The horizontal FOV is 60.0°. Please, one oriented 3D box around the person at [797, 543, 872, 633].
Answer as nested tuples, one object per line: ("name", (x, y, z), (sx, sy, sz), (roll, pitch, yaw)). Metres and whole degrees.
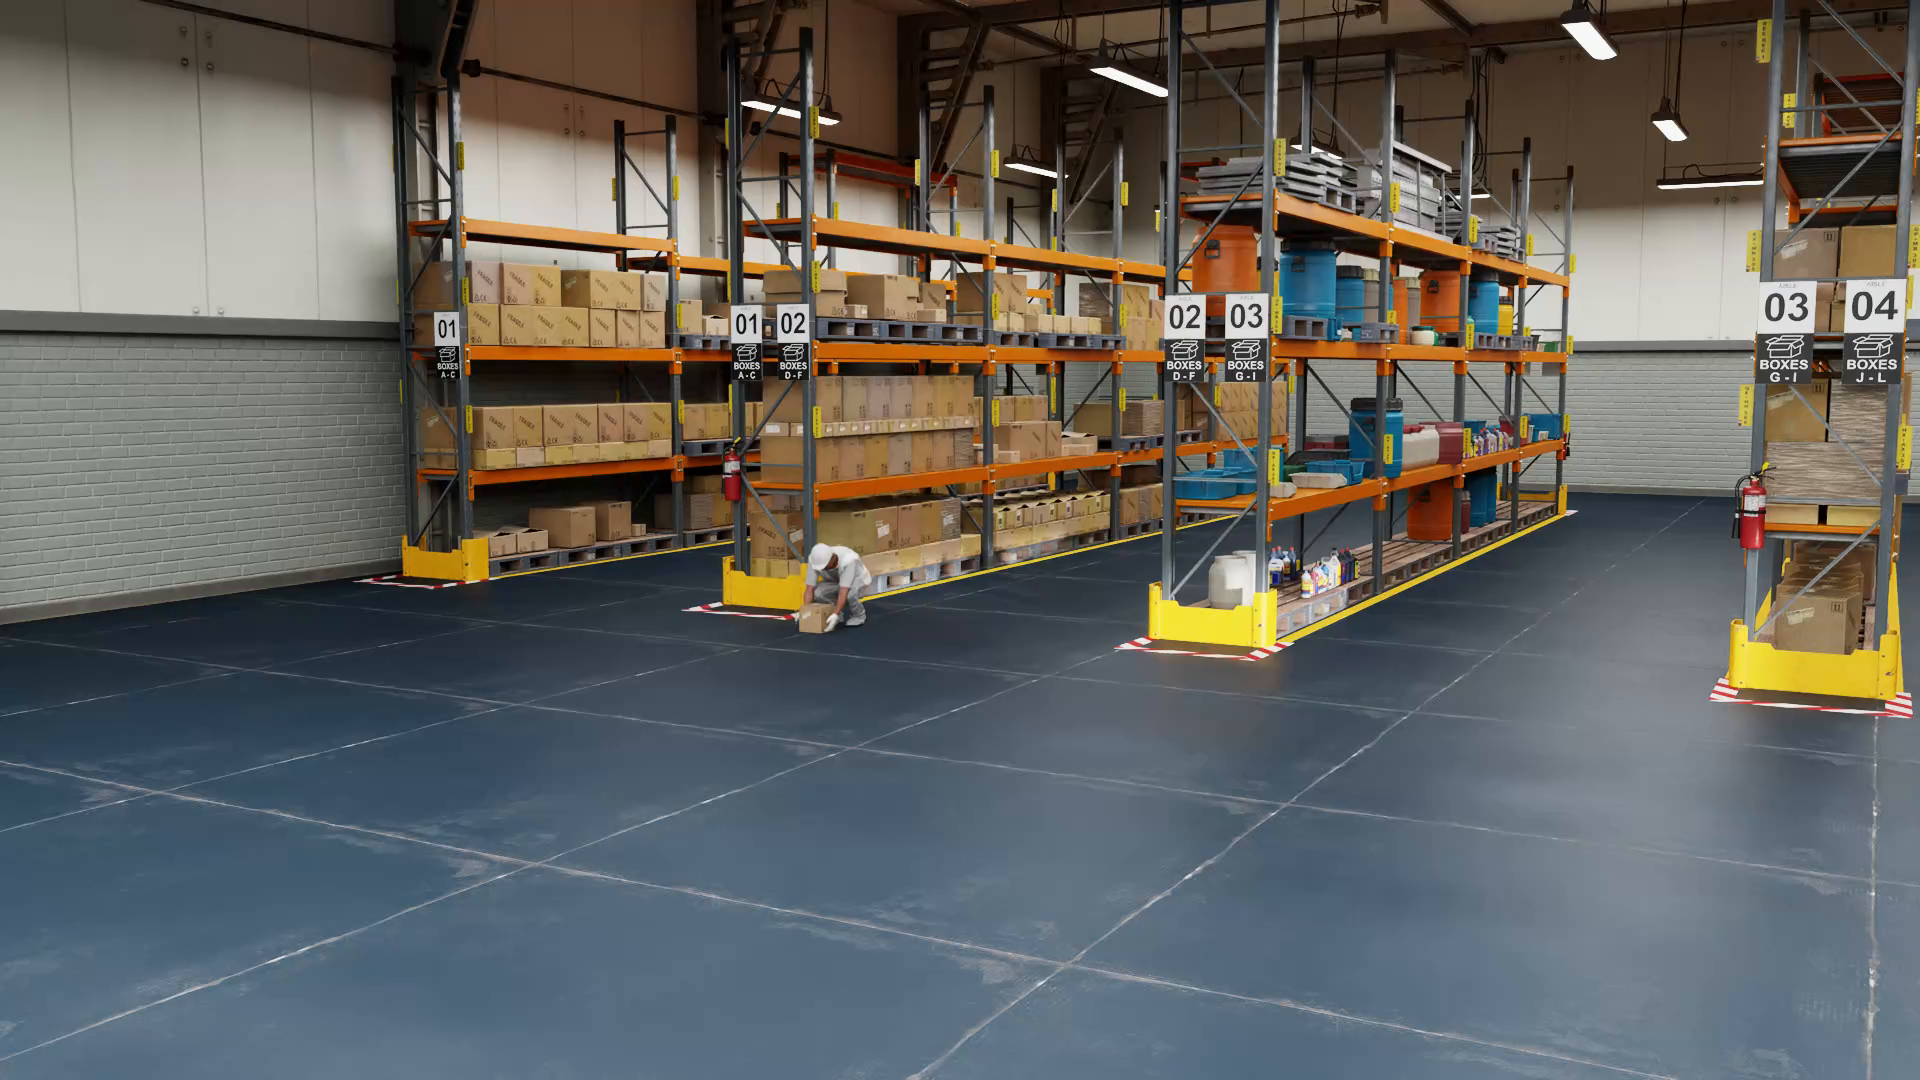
("person", (-1.203, 0.436, 16.361), (0.576, 0.883, 0.909), (3, 7, 29))
